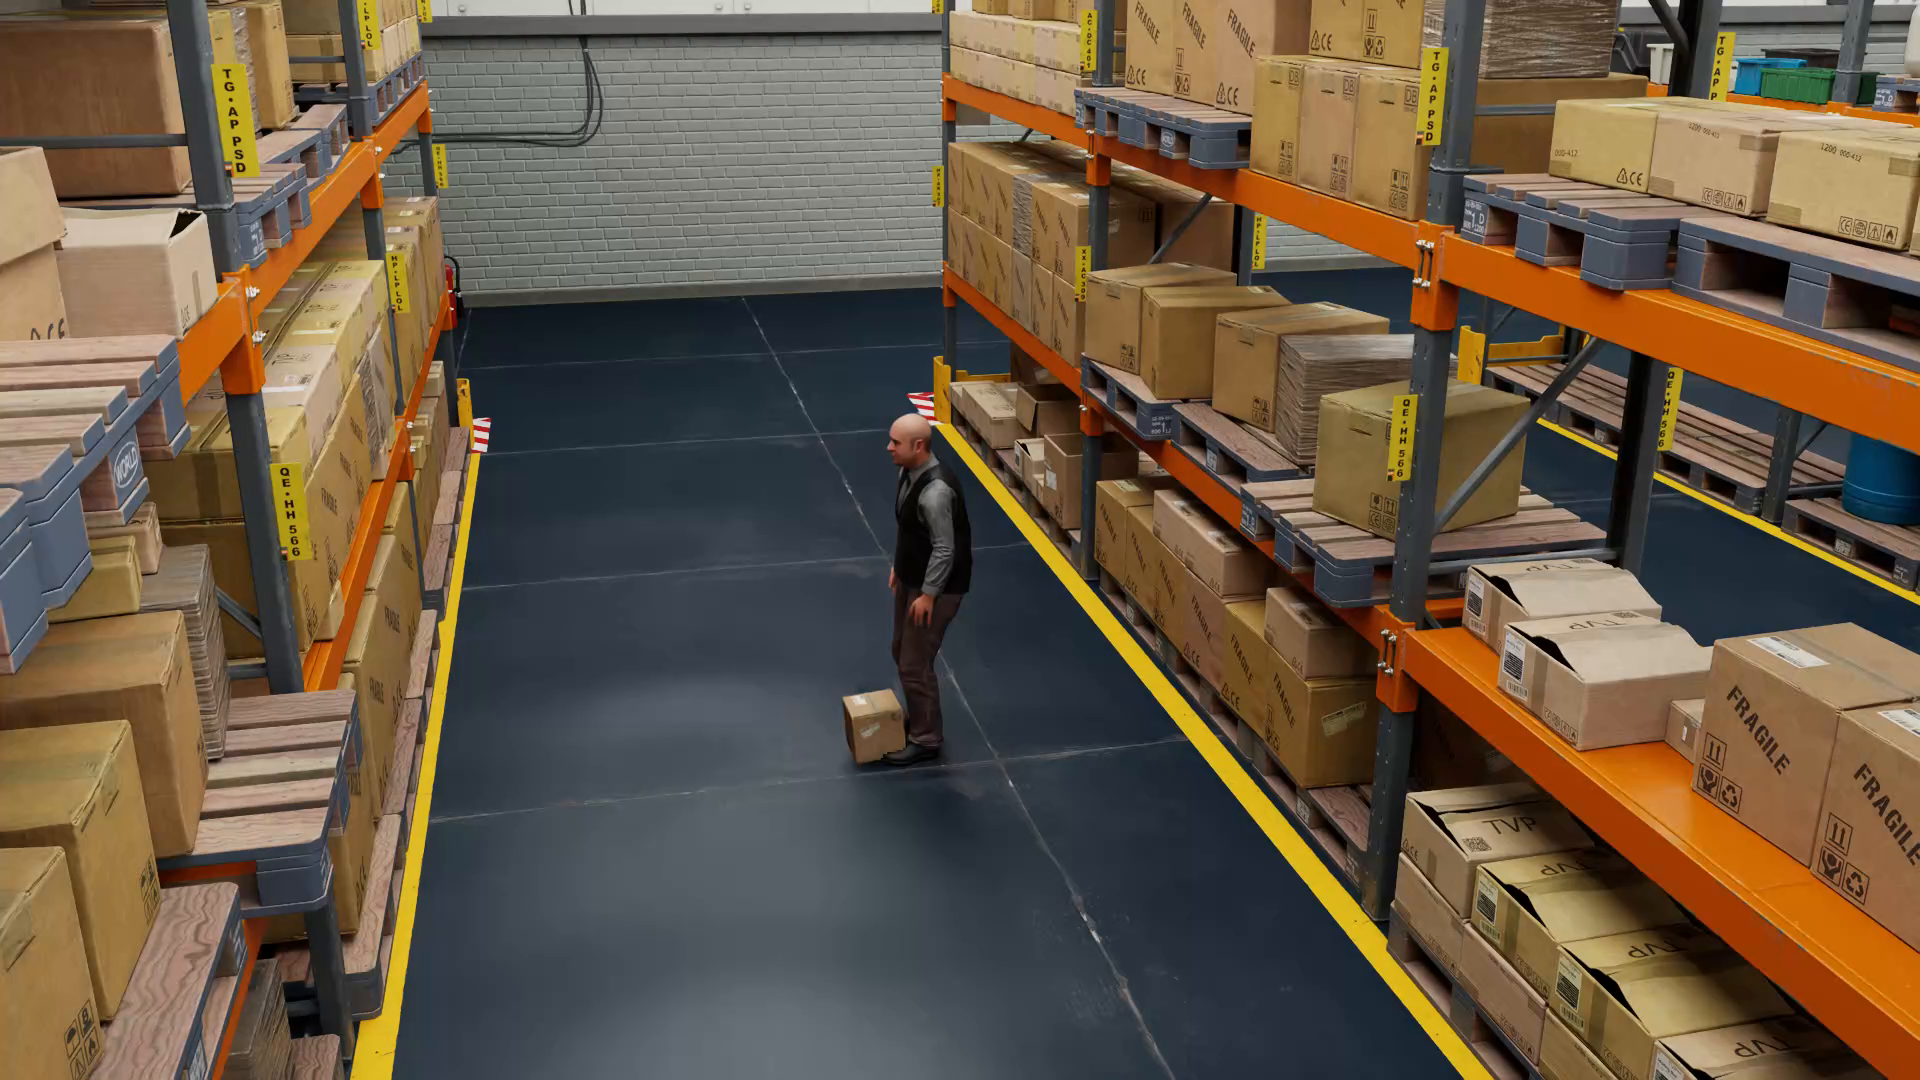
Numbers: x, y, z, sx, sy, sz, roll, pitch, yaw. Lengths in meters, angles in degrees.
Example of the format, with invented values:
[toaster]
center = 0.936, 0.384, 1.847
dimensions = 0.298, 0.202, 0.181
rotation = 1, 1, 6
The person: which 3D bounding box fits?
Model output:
[person]
center = -0.185, 0.224, 7.971
dimensions = 0.474, 1.720, 0.573
rotation = -5, 20, -14
